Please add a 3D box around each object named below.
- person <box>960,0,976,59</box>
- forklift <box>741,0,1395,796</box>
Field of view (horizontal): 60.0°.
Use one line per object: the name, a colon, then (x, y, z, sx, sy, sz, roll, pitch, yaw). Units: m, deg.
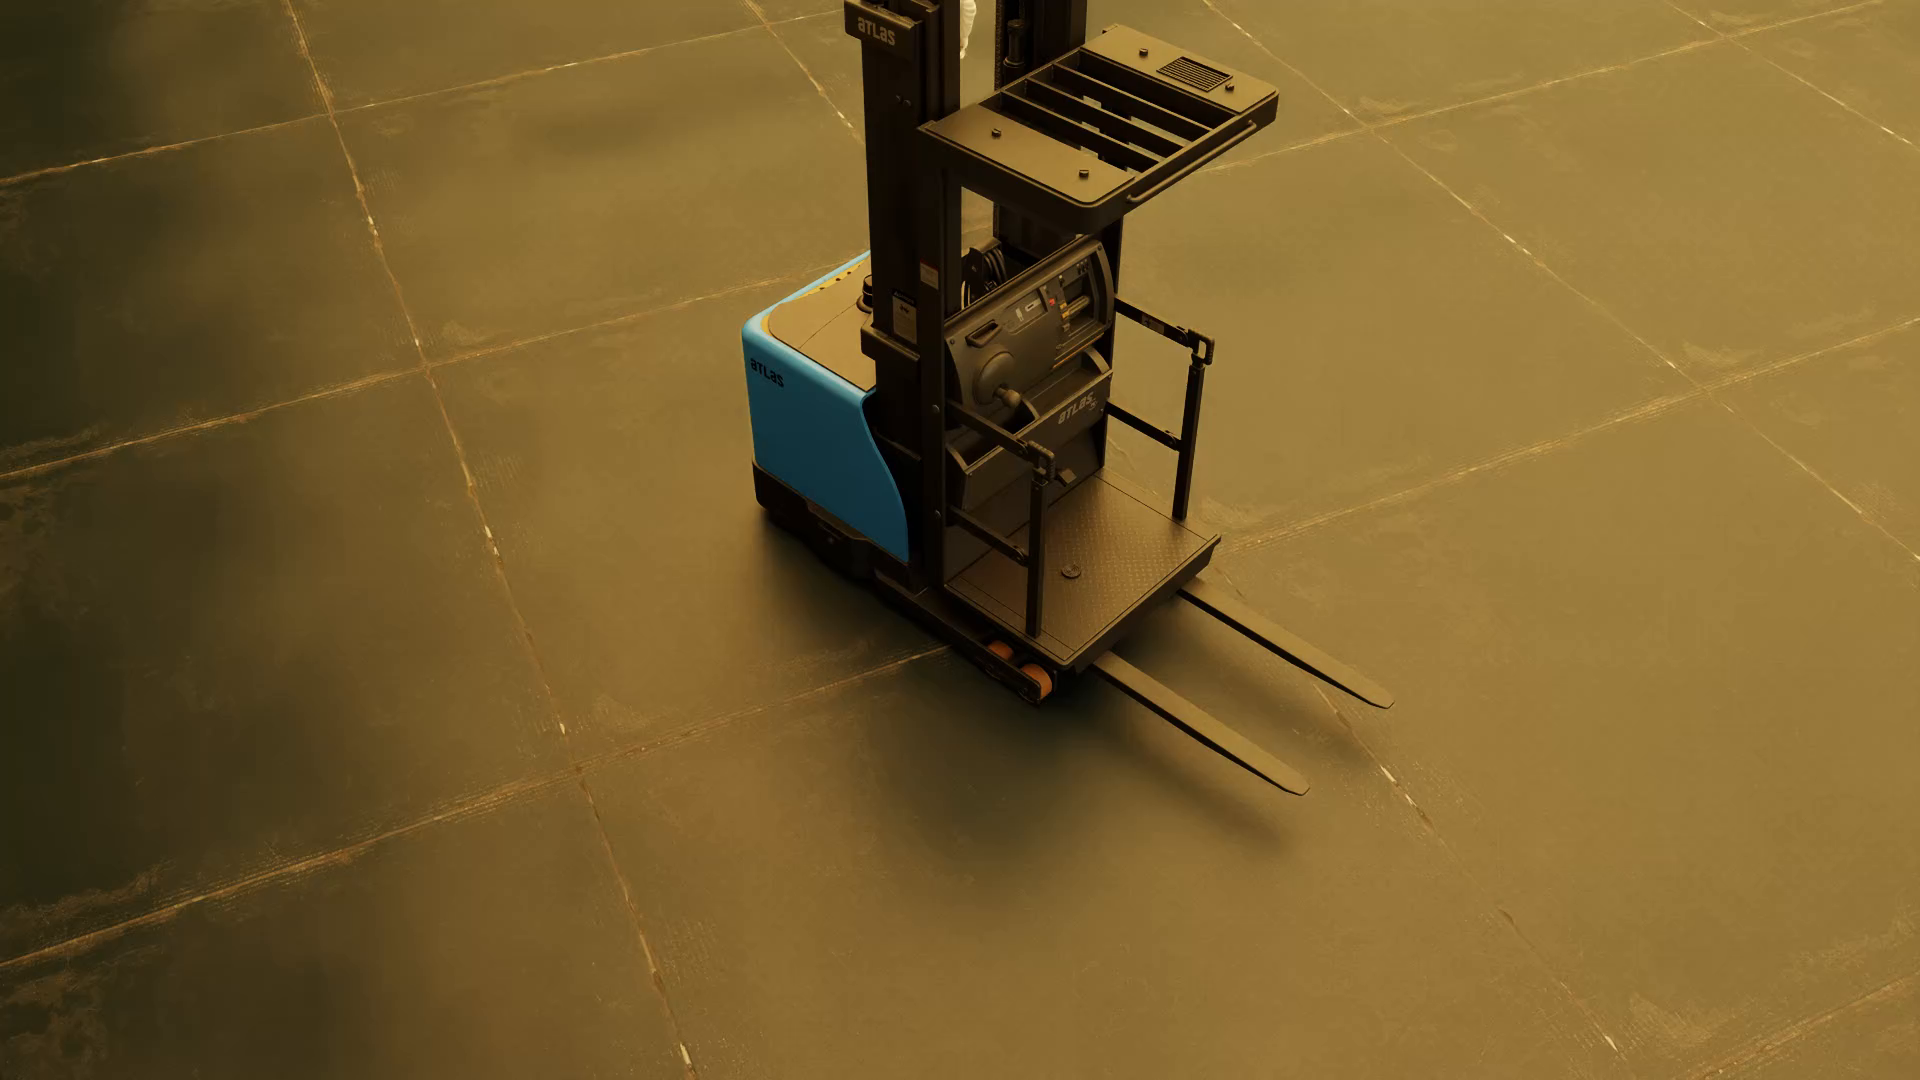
person: (-0.210, -2.855, 9.635, 0.587, 1.696, 0.534, -21, 47, -21)
forklift: (0.445, -0.788, 6.525, 3.031, 2.935, 1.130, 32, 52, 30)
